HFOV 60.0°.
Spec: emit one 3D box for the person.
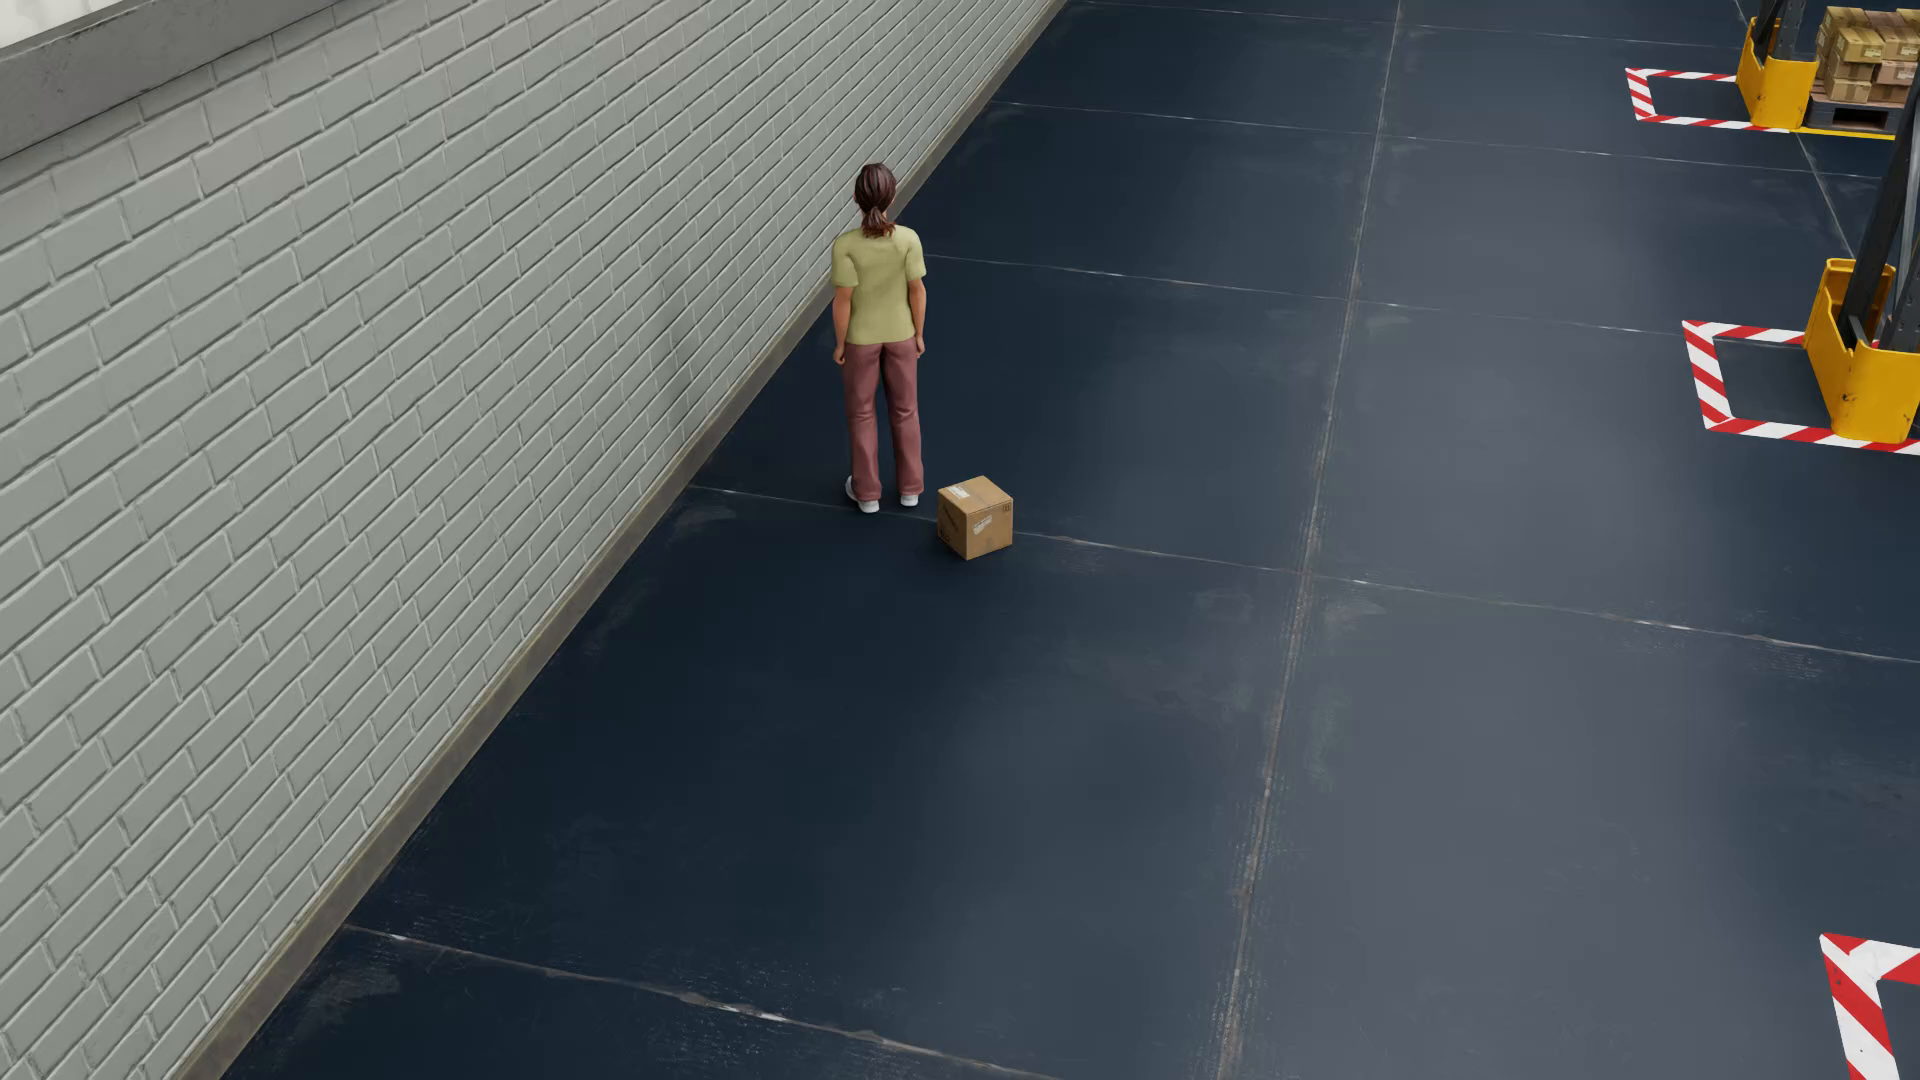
[{"bbox_3d":[-0.371,-0.897,7.525,0.431,1.674,0.364,-8,34,-12],"label":"person"}]
